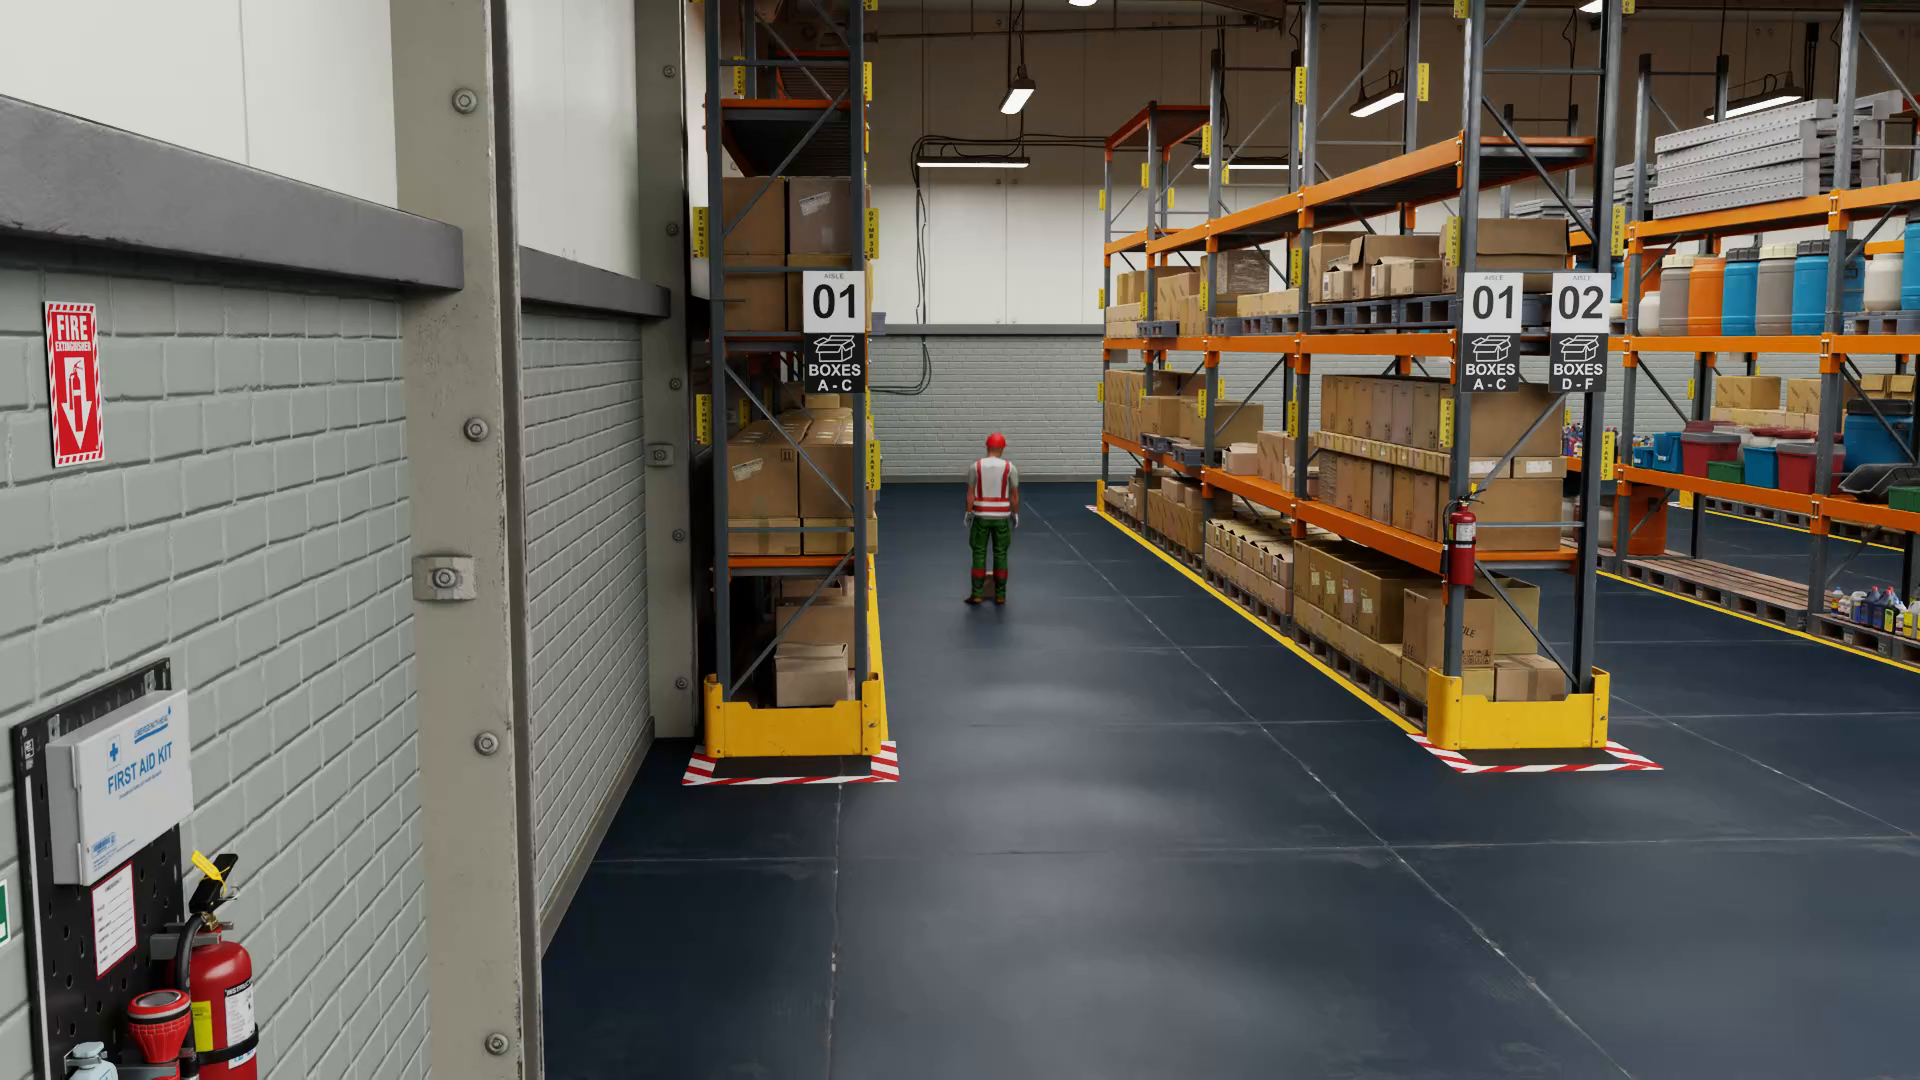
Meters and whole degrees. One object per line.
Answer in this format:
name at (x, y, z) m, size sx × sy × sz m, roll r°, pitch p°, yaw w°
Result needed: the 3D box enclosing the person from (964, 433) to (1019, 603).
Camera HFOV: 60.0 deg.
person at (0.329, -0.227, 17.529) m, size 0.577 × 1.808 × 0.372 m, roll 0°, pitch 7°, yaw -3°
